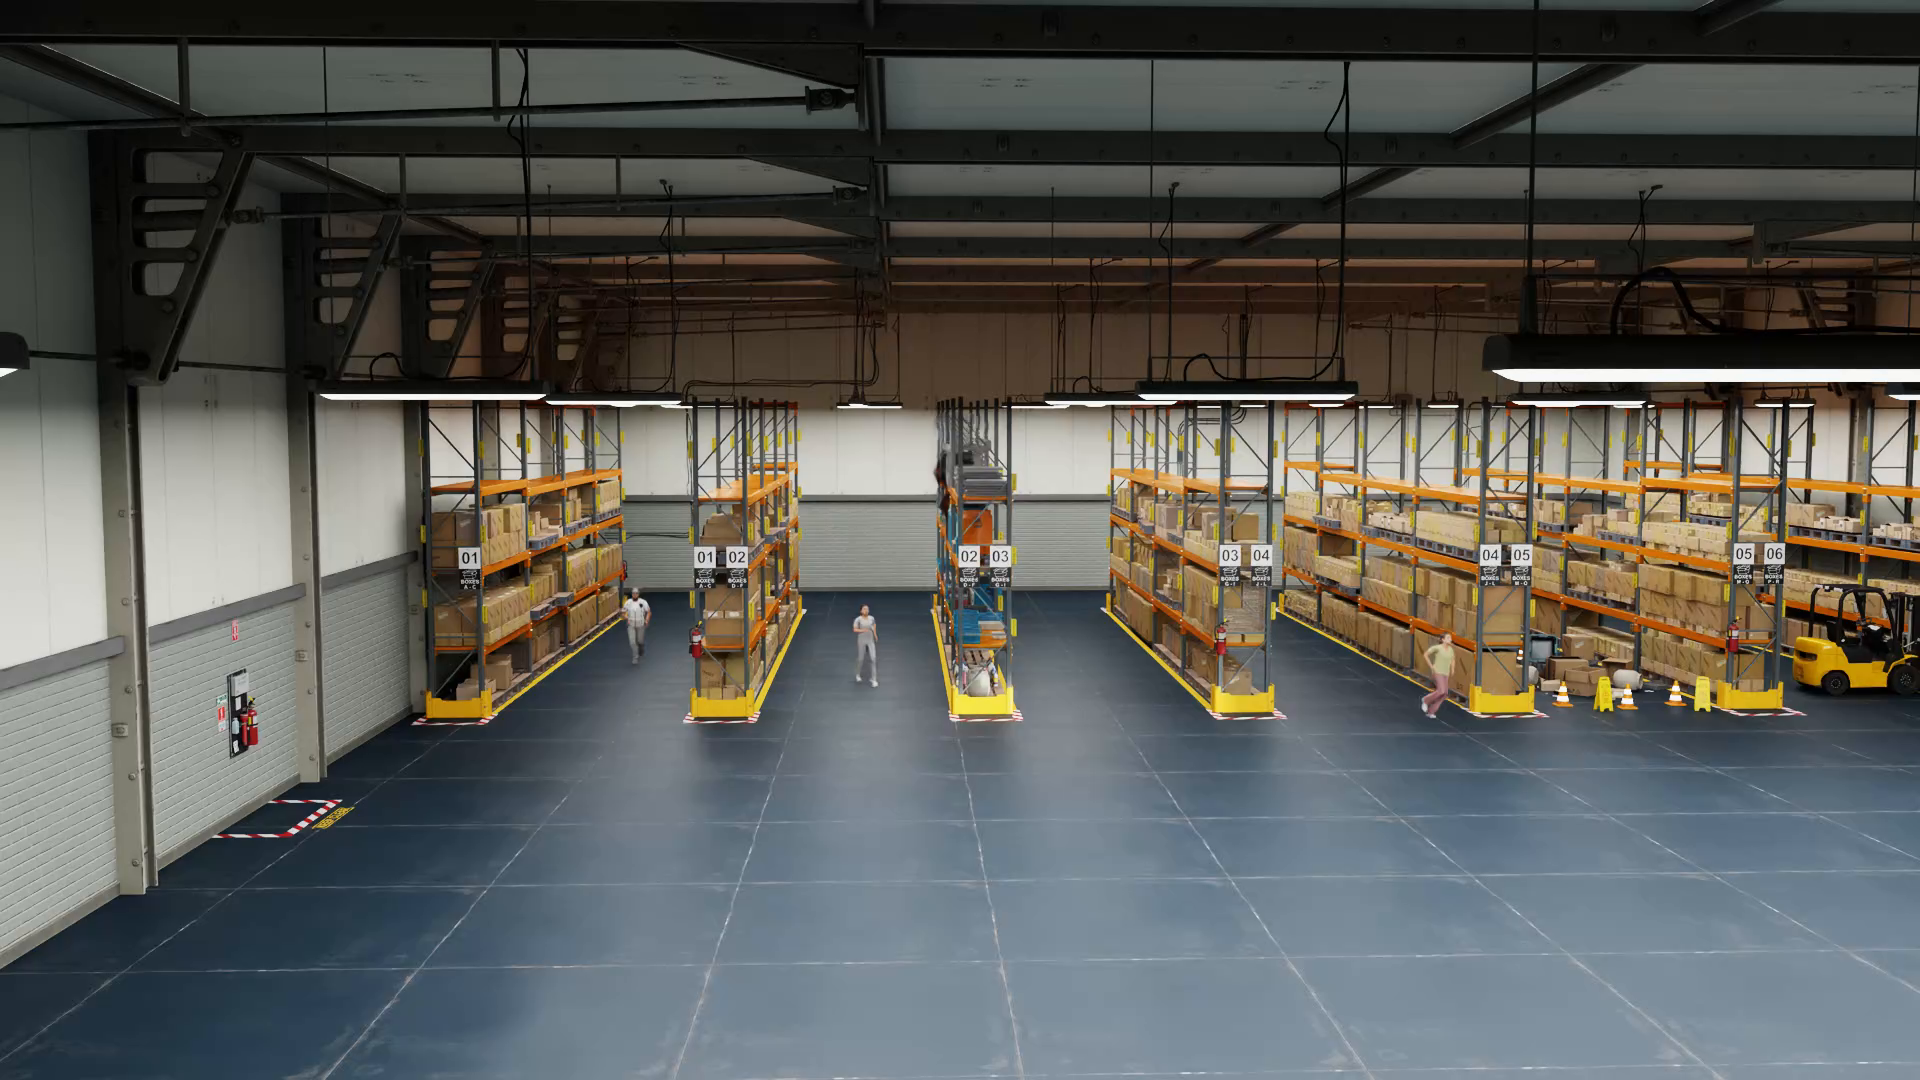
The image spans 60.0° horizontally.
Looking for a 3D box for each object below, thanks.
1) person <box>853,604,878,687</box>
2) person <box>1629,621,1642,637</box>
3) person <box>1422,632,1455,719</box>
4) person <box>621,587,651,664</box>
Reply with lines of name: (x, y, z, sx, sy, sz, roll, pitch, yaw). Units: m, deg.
person: (-1.981, 2.180, 34.822, 0.560, 1.698, 0.882, -2, 5, -21)
person: (16.605, 1.732, 40.881, 0.618, 1.701, 0.864, 0, 4, -4)
person: (9.023, 2.524, 31.130, 0.622, 1.616, 0.525, -2, 5, -26)
person: (-7.392, 1.936, 37.936, 0.665, 1.746, 0.578, -1, 4, -8)
